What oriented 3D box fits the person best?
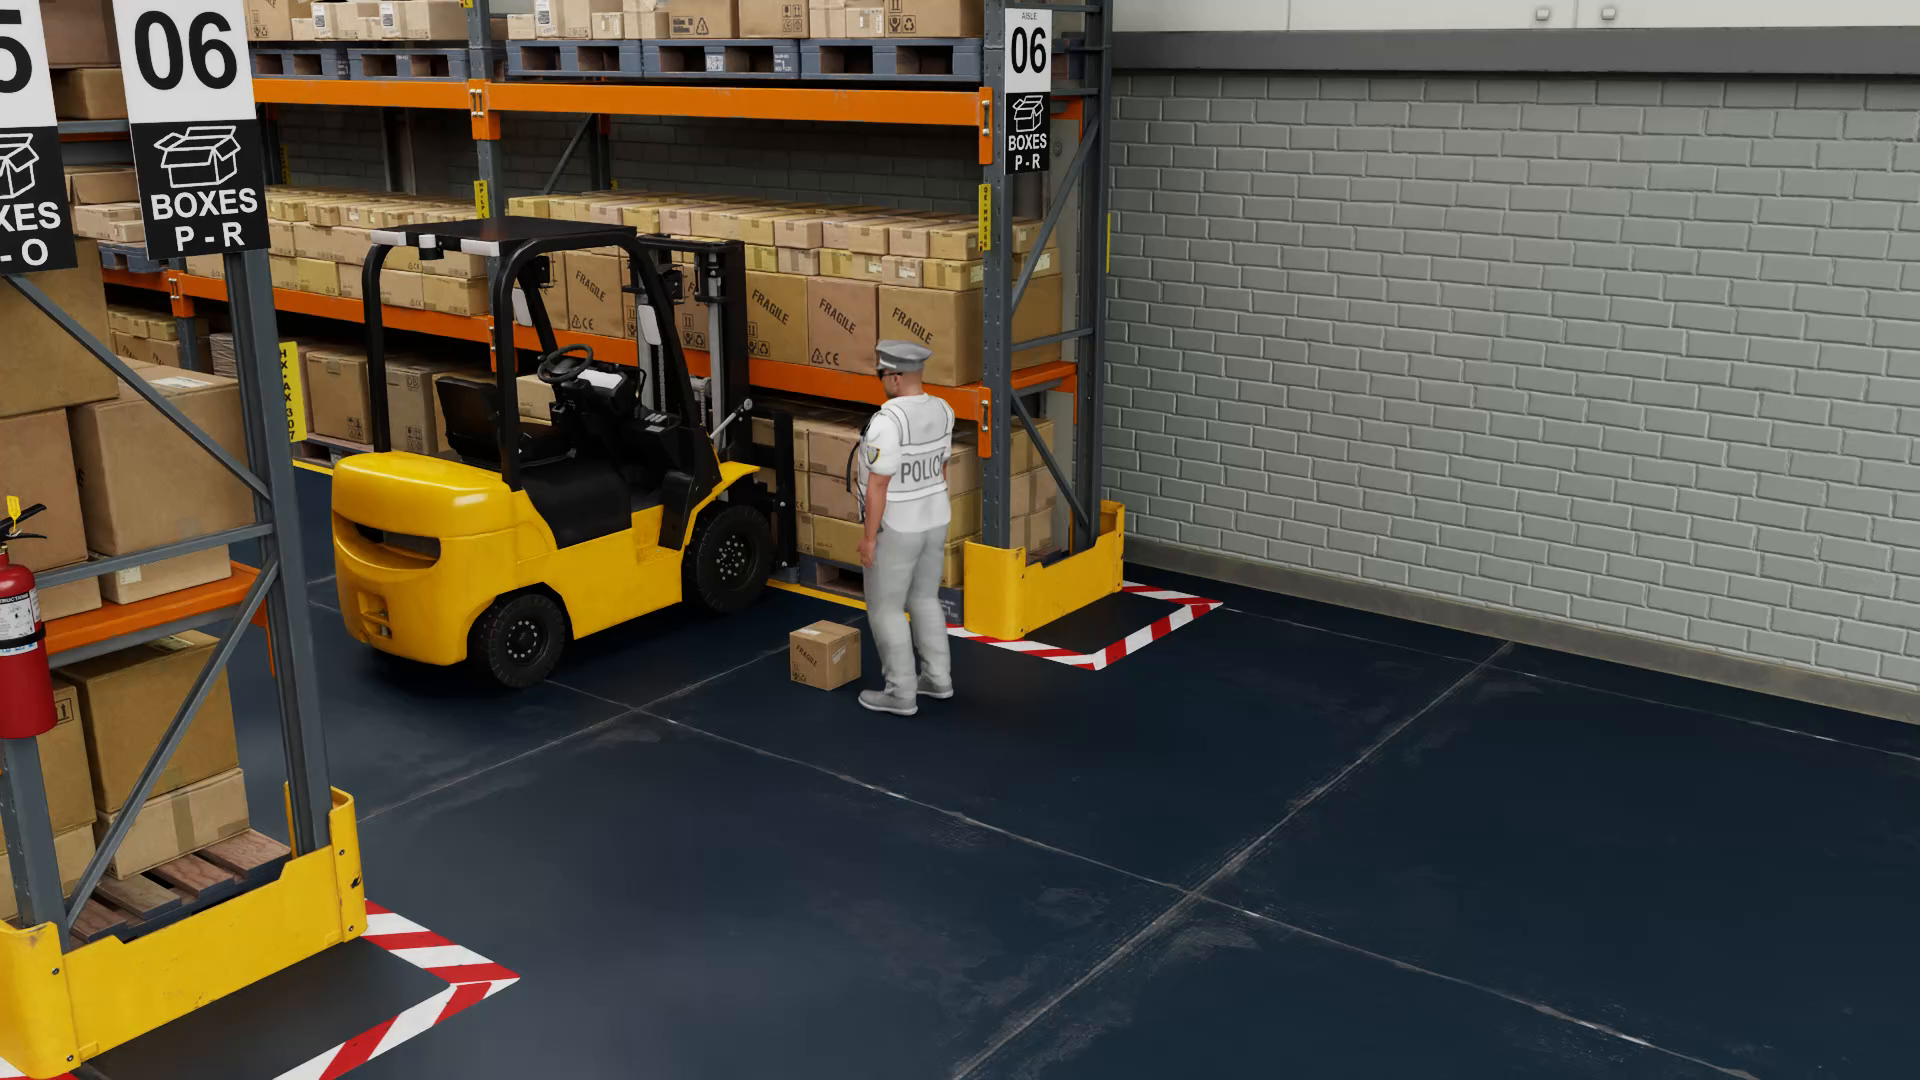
[{"bbox_3d":[-0.280,-0.057,7.739,0.377,1.749,0.527,12,20,36],"label":"person"}]
